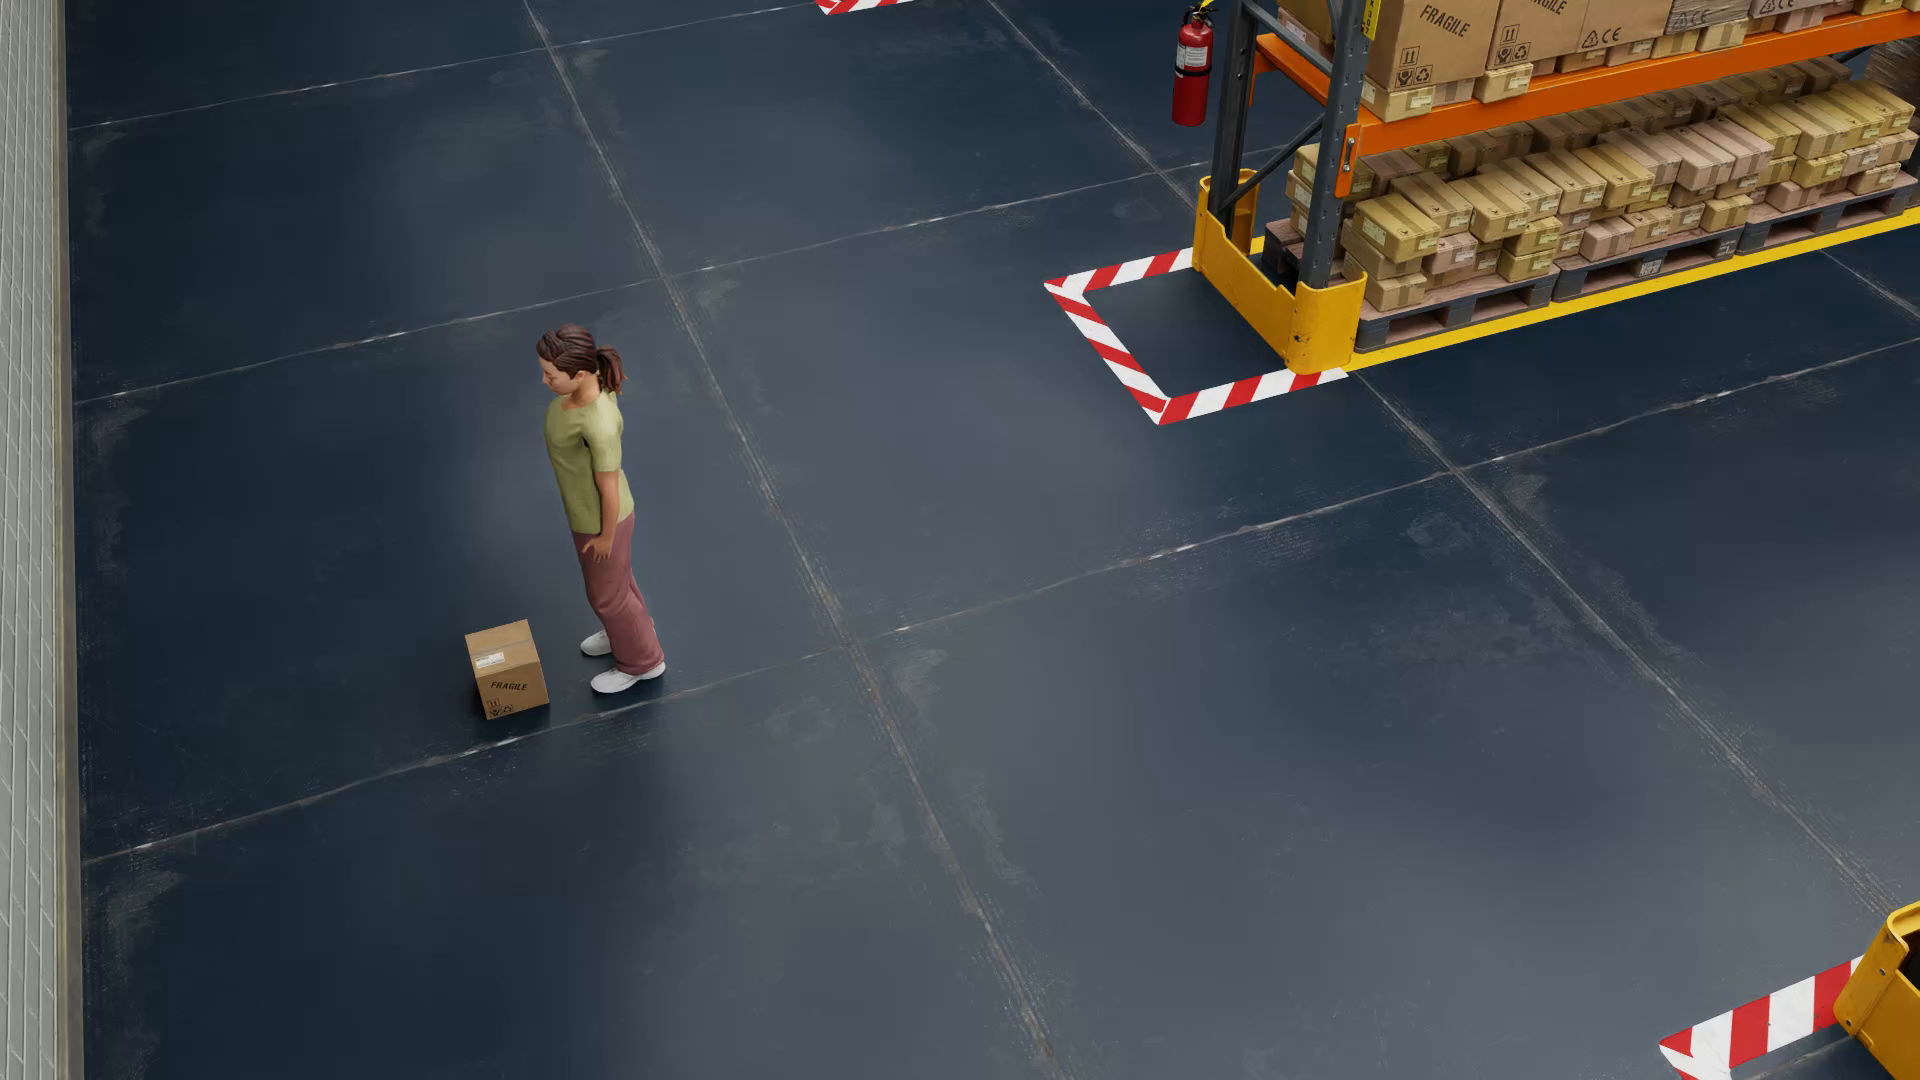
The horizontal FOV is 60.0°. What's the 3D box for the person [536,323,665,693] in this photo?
[{"bbox_3d":[-1.355,-0.114,6.294,0.365,1.674,0.443,-15,44,-16],"label":"person"}]
